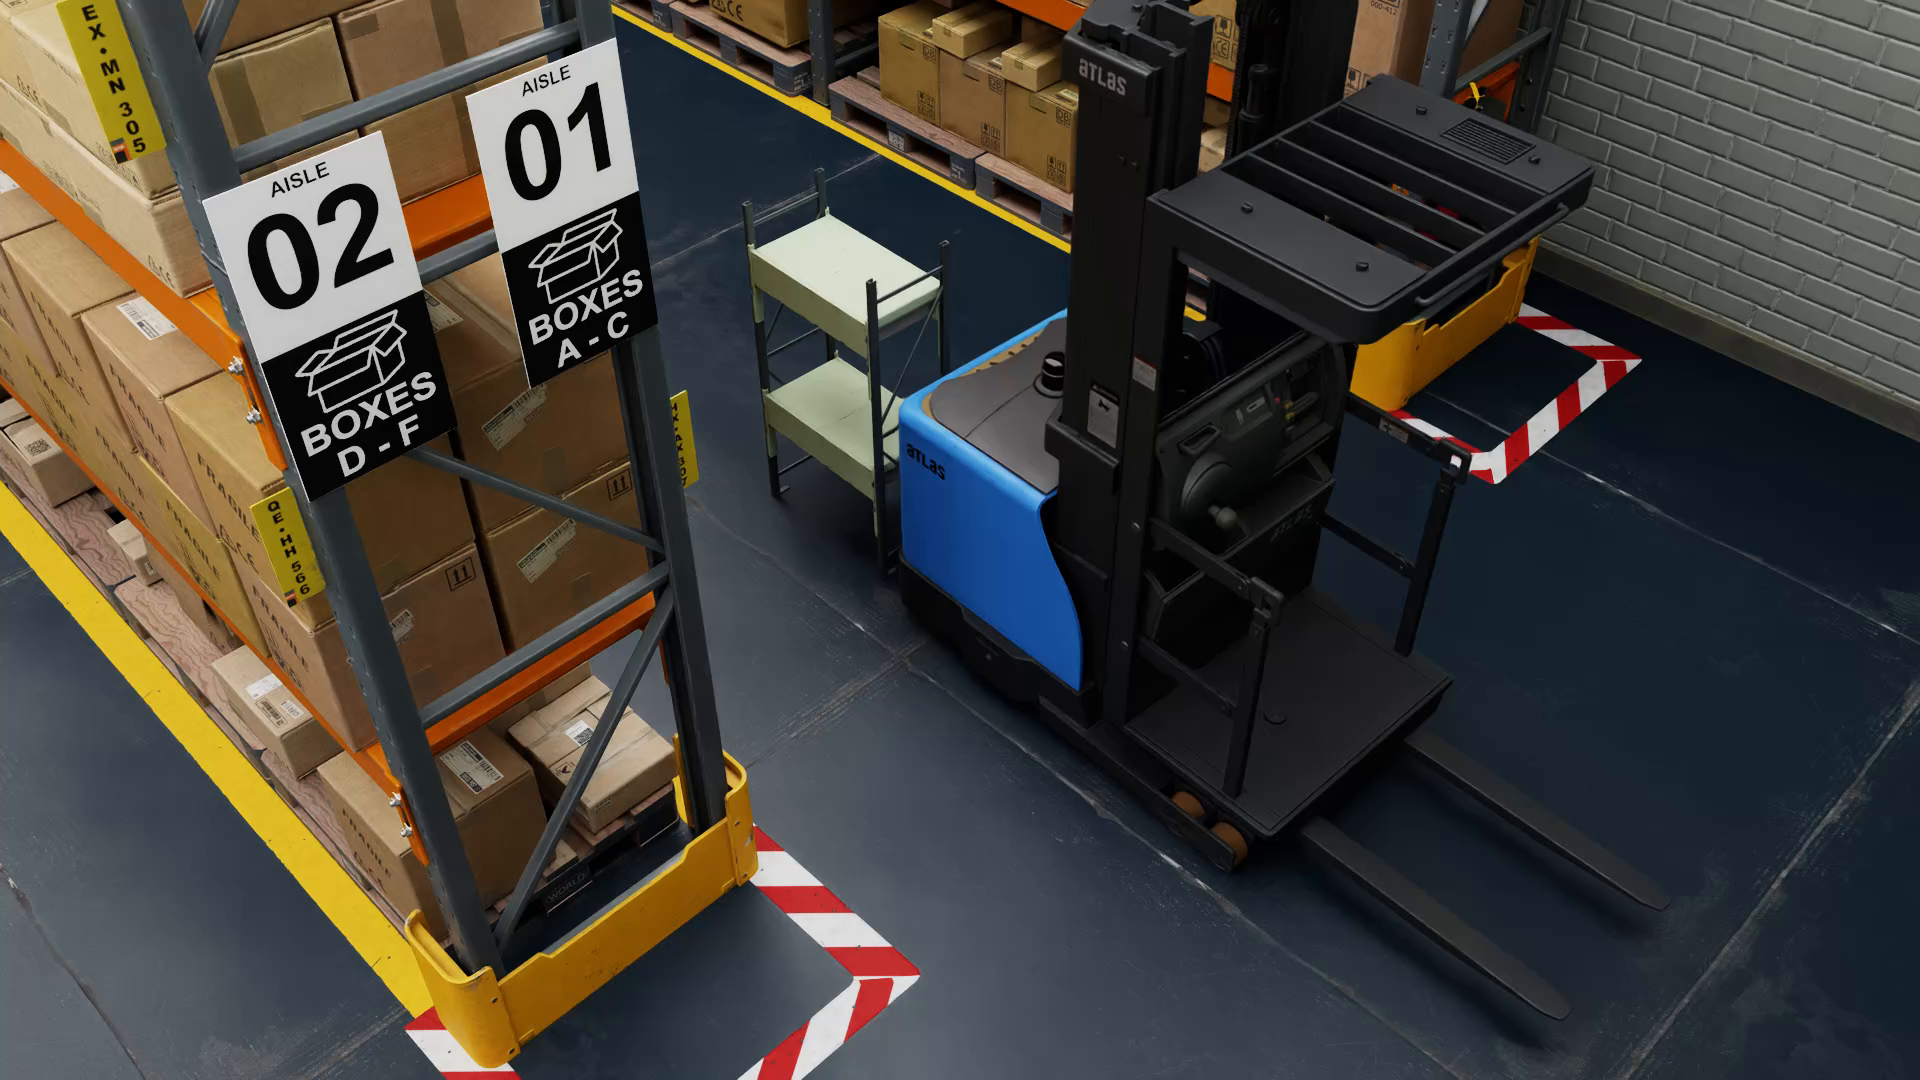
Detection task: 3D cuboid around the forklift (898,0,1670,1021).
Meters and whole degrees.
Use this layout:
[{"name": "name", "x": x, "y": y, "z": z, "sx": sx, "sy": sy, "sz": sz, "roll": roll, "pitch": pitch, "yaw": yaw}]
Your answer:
[{"name": "forklift", "x": 1.123, "y": -0.293, "z": 5.408, "sx": 1.130, "sy": 2.935, "sz": 3.031, "roll": -32, "pitch": 52, "yaw": -30}]

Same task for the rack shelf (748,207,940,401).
[{"name": "rack shelf", "x": -0.443, "y": -0.947, "z": 6.594, "sx": 0.431, "sy": 0.370, "sz": 0.720, "roll": -33, "pitch": 52, "yaw": -30}]

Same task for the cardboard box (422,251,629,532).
[{"name": "cardboard box", "x": -1.305, "y": -0.438, "z": 4.703, "sx": 0.500, "sy": 0.500, "sz": 0.500, "roll": -32, "pitch": 52, "yaw": -30}]

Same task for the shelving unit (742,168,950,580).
[{"name": "shelving unit", "x": -0.443, "y": -0.660, "z": 6.859, "sx": 0.431, "sy": 1.500, "sz": 0.755, "roll": -33, "pitch": 52, "yaw": -30}]

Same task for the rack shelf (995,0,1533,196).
[{"name": "rack shelf", "x": 0.914, "y": -2.767, "z": 8.564, "sx": 1.077, "sy": 0.370, "sz": 4.000, "roll": -34, "pitch": 53, "yaw": -31}]

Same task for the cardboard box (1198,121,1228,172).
[{"name": "cardboard box", "x": 1.360, "y": -1.930, "z": 8.183, "sx": 0.380, "sy": 0.149, "sz": 0.250, "roll": -33, "pitch": 52, "yaw": -30}]

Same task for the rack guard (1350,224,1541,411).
[{"name": "rack guard", "x": 2.343, "y": -1.141, "z": 8.116, "sx": 1.175, "sy": 0.500, "sz": 0.348, "roll": -34, "pitch": 53, "yaw": -31}]

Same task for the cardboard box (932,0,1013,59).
[{"name": "cardboard box", "x": 0.070, "y": -2.806, "z": 9.131, "sx": 0.380, "sy": 0.149, "sz": 0.250, "roll": -32, "pitch": 52, "yaw": -30}]

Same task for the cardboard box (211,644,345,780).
[{"name": "cardboard box", "x": -2.387, "y": 0.540, "z": 6.157, "sx": 0.500, "sy": 0.250, "sz": 0.500, "roll": -34, "pitch": 53, "yaw": -31}]

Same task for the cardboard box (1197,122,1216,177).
[{"name": "cardboard box", "x": 1.408, "y": -1.835, "z": 8.558, "sx": 0.500, "sy": 0.500, "sz": 0.700, "roll": 34, "pitch": 53, "yaw": 31}]

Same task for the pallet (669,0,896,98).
[{"name": "pallet", "x": -1.097, "y": -3.303, "z": 10.669, "sx": 1.003, "sy": 0.211, "sz": 1.213, "roll": -34, "pitch": 53, "yaw": -31}]

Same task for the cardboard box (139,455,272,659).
[{"name": "cardboard box", "x": -2.056, "y": -0.063, "z": 5.035, "sx": 0.500, "sy": 0.500, "sz": 0.500, "roll": -34, "pitch": 52, "yaw": -31}]

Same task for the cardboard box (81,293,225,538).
[{"name": "cardboard box", "x": -2.045, "y": -0.423, "z": 4.687, "sx": 0.500, "sy": 0.500, "sz": 0.500, "roll": -33, "pitch": 52, "yaw": -30}]

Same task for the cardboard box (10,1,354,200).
[{"name": "cardboard box", "x": -1.722, "y": -1.049, "z": 3.707, "sx": 0.500, "sy": 0.250, "sz": 0.500, "roll": -34, "pitch": 53, "yaw": -31}]

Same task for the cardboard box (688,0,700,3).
[{"name": "cardboard box", "x": -1.680, "y": -4.033, "z": 10.679, "sx": 0.750, "sy": 0.750, "sz": 0.750, "roll": -32, "pitch": 52, "yaw": -30}]

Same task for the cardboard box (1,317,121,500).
[{"name": "cardboard box", "x": -2.761, "y": -0.548, "z": 5.559, "sx": 0.500, "sy": 0.500, "sz": 0.500, "roll": 33, "pitch": 52, "yaw": 31}]

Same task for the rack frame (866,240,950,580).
[{"name": "rack frame", "x": -0.192, "y": -0.479, "z": 6.664, "sx": 0.400, "sy": 1.500, "sz": 0.023, "roll": -33, "pitch": 52, "yaw": -30}]

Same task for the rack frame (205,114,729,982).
[{"name": "rack frame", "x": -1.178, "y": 0.306, "z": 4.709, "sx": 1.000, "sy": 3.000, "sz": 0.127, "roll": -34, "pitch": 53, "yaw": -31}]

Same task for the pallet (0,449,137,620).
[{"name": "pallet", "x": -3.519, "y": -0.262, "z": 7.378, "sx": 1.003, "sy": 0.211, "sz": 1.213, "roll": -34, "pitch": 53, "yaw": -31}]

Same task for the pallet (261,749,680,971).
[{"name": "pallet", "x": -1.796, "y": 0.911, "z": 6.109, "sx": 1.003, "sy": 0.211, "sz": 1.213, "roll": -34, "pitch": 53, "yaw": -31}]

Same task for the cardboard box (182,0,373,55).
[{"name": "cardboard box", "x": -1.553, "y": -1.439, "z": 3.576, "sx": 0.700, "sy": 0.500, "sz": 0.500, "roll": -34, "pitch": 53, "yaw": -31}]

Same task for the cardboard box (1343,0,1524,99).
[{"name": "cardboard box", "x": 1.959, "y": -2.421, "z": 7.438, "sx": 0.980, "sy": 0.700, "sz": 0.700, "roll": -32, "pitch": 51, "yaw": -30}]

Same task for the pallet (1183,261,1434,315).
[{"name": "pallet", "x": 1.706, "y": -1.393, "z": 8.602, "sx": 1.003, "sy": 0.211, "sz": 1.213, "roll": -34, "pitch": 53, "yaw": -31}]

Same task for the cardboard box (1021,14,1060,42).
[{"name": "cardboard box", "x": 0.555, "y": -2.845, "z": 9.173, "sx": 0.250, "sy": 0.149, "sz": 0.380, "roll": 33, "pitch": 52, "yaw": 30}]

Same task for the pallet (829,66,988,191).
[{"name": "pallet", "x": -0.017, "y": -2.565, "z": 9.871, "sx": 1.003, "sy": 0.211, "sz": 1.213, "roll": -34, "pitch": 53, "yaw": -31}]

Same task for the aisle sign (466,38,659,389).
[{"name": "aisle sign", "x": -0.922, "y": -0.757, "z": 3.944, "sx": 0.394, "sy": 0.787, "sz": 0.004, "roll": -34, "pitch": 53, "yaw": -31}]

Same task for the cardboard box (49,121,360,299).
[{"name": "cardboard box", "x": -1.728, "y": -0.861, "z": 3.872, "sx": 0.500, "sy": 0.250, "sz": 0.500, "roll": -34, "pitch": 53, "yaw": -31}]

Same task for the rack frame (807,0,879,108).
[{"name": "rack frame", "x": -0.499, "y": -3.992, "z": 9.360, "sx": 1.000, "sy": 3.000, "sz": 0.127, "roll": -34, "pitch": 53, "yaw": -31}]

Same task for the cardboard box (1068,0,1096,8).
[{"name": "cardboard box", "x": 0.905, "y": -3.136, "z": 8.212, "sx": 0.700, "sy": 0.700, "sz": 0.980, "roll": 32, "pitch": 51, "yaw": 30}]

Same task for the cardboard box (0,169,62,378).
[{"name": "cardboard box", "x": -2.777, "y": -0.916, "z": 5.221, "sx": 0.500, "sy": 0.500, "sz": 0.500, "roll": -32, "pitch": 52, "yaw": -30}]

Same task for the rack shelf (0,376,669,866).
[{"name": "rack shelf", "x": -2.591, "y": -0.391, "z": 5.993, "sx": 1.077, "sy": 0.370, "sz": 4.000, "roll": -34, "pitch": 53, "yaw": -31}]

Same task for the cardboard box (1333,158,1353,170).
[{"name": "cardboard box", "x": 1.991, "y": -1.869, "z": 8.117, "sx": 0.380, "sy": 0.149, "sz": 0.250, "roll": -34, "pitch": 52, "yaw": -31}]

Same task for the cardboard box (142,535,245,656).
[{"name": "cardboard box", "x": -2.673, "y": 0.039, "z": 6.513, "sx": 0.797, "sy": 0.503, "sz": 0.637, "roll": -34, "pitch": 53, "yaw": -31}]

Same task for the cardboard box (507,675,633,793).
[{"name": "cardboard box", "x": -1.407, "y": 0.699, "z": 6.047, "sx": 0.380, "sy": 0.166, "sz": 0.250, "roll": -34, "pitch": 53, "yaw": -31}]

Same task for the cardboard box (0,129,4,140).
[{"name": "cardboard box", "x": -2.436, "y": -1.341, "z": 4.391, "sx": 0.500, "sy": 0.250, "sz": 0.500, "roll": -34, "pitch": 53, "yaw": -31}]

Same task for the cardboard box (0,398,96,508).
[{"name": "cardboard box", "x": -3.860, "y": -0.485, "z": 7.222, "sx": 0.500, "sy": 0.311, "sz": 0.500, "roll": -34, "pitch": 53, "yaw": -31}]

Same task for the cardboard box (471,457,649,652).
[{"name": "cardboard box", "x": -1.305, "y": -0.071, "z": 5.043, "sx": 0.500, "sy": 0.500, "sz": 0.500, "roll": -33, "pitch": 52, "yaw": -30}]

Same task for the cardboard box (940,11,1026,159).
[{"name": "cardboard box", "x": 0.309, "y": -2.577, "z": 9.361, "sx": 0.500, "sy": 0.500, "sz": 0.700, "roll": 34, "pitch": 52, "yaw": 31}]

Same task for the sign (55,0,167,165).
[{"name": "sign", "x": -1.586, "y": -0.865, "z": 3.113, "sx": 0.100, "sy": 0.325, "sz": 0.005, "roll": -34, "pitch": 53, "yaw": -31}]
